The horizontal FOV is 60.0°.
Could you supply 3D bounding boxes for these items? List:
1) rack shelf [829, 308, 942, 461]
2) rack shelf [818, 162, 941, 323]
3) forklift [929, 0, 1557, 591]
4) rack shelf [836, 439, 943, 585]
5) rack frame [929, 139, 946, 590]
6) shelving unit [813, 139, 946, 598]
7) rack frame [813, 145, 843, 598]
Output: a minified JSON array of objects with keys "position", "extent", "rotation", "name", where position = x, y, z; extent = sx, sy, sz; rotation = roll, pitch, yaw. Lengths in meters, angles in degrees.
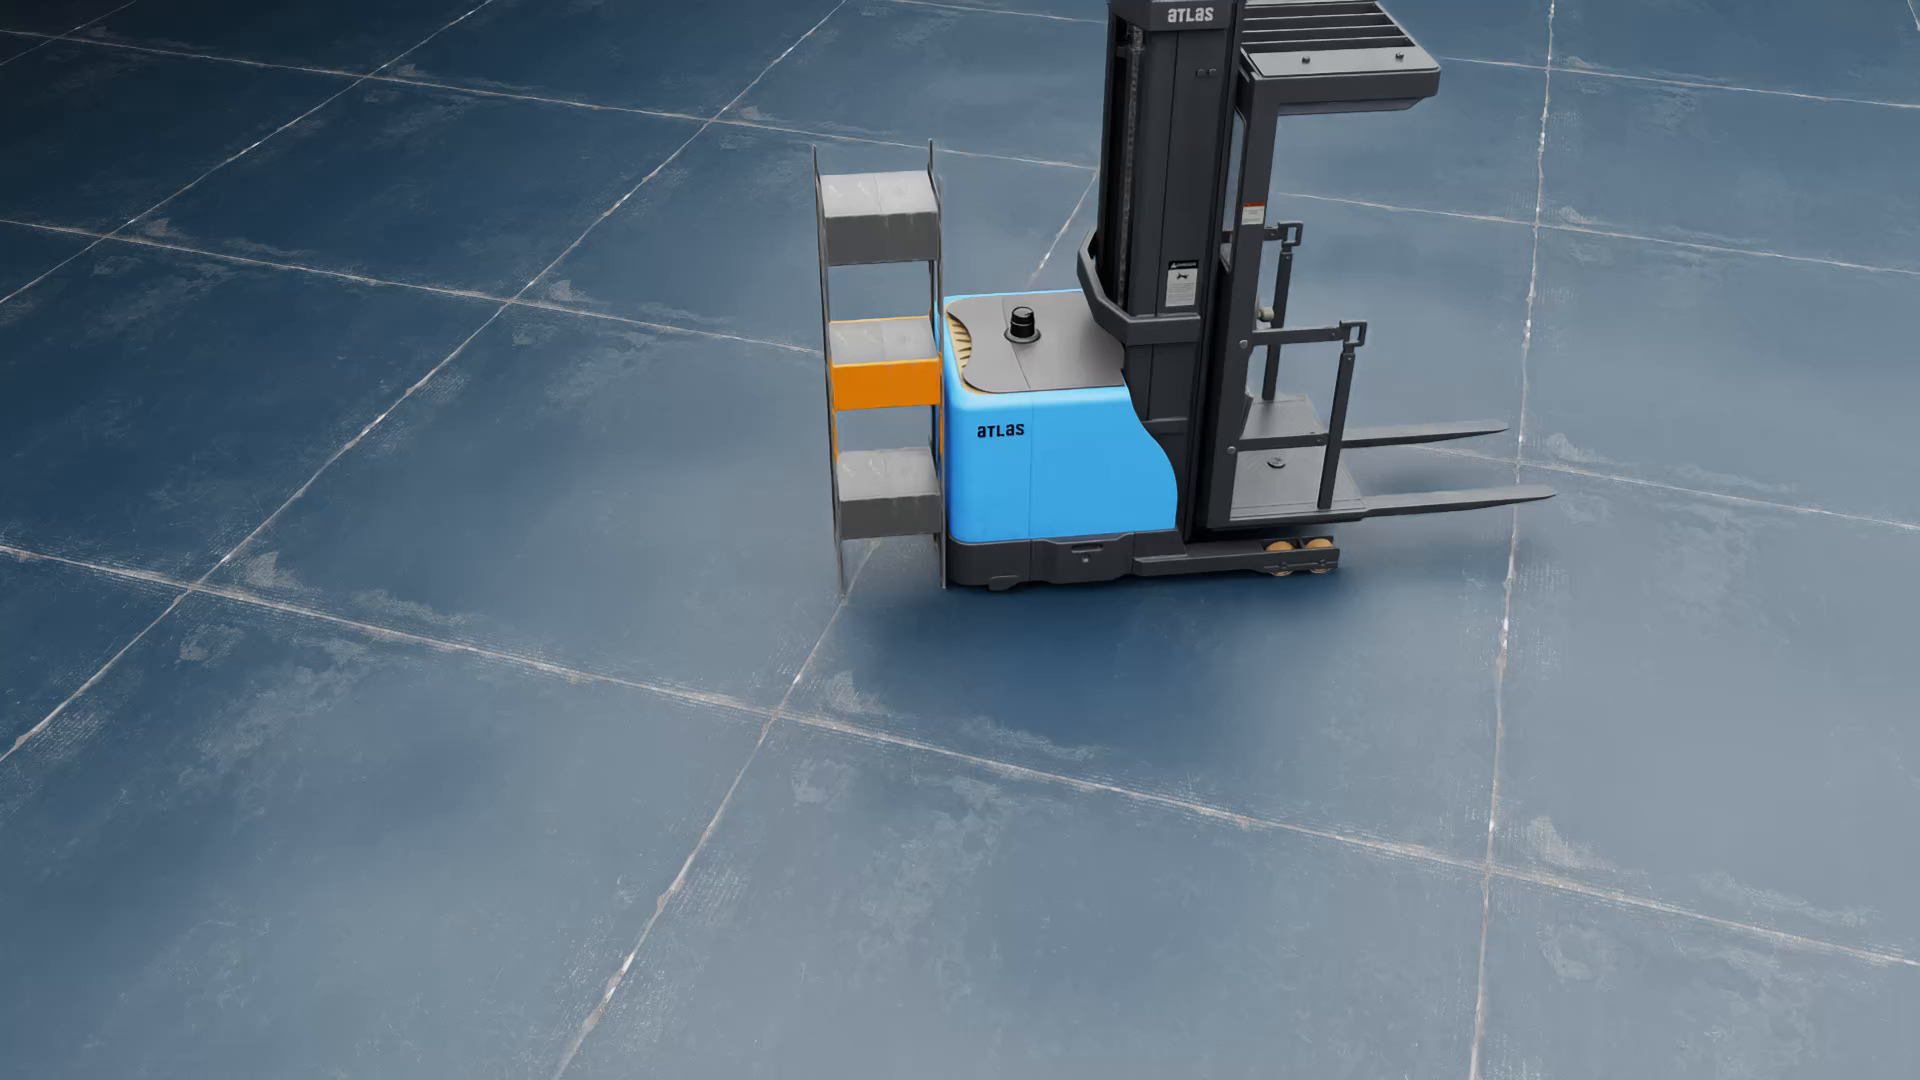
[{"position":[-0.343,-0.697,7.449],"extent":[0.480,0.518,0.431],"rotation":[-4,37,-6],"name":"rack shelf"},{"position":[-0.343,-1.261,7.034],"extent":[0.480,0.518,0.431],"rotation":[-4,37,-6],"name":"rack shelf"},{"position":[1.396,-1.315,7.564],"extent":[3.031,2.935,1.130],"rotation":[-4,37,-6],"name":"forklift"},{"position":[-0.342,-0.134,7.864],"extent":[0.480,0.518,0.431],"rotation":[-4,37,-6],"name":"rack shelf"},{"position":[-0.100,-0.726,7.466],"extent":[0.015,2.100,0.400],"rotation":[-4,37,-6],"name":"rack frame"},{"position":[-0.343,-0.708,7.441],"extent":[0.503,2.100,0.431],"rotation":[-4,37,-6],"name":"shelving unit"},{"position":[-0.585,-0.690,7.417],"extent":[0.015,2.100,0.400],"rotation":[-4,37,-6],"name":"rack frame"}]
